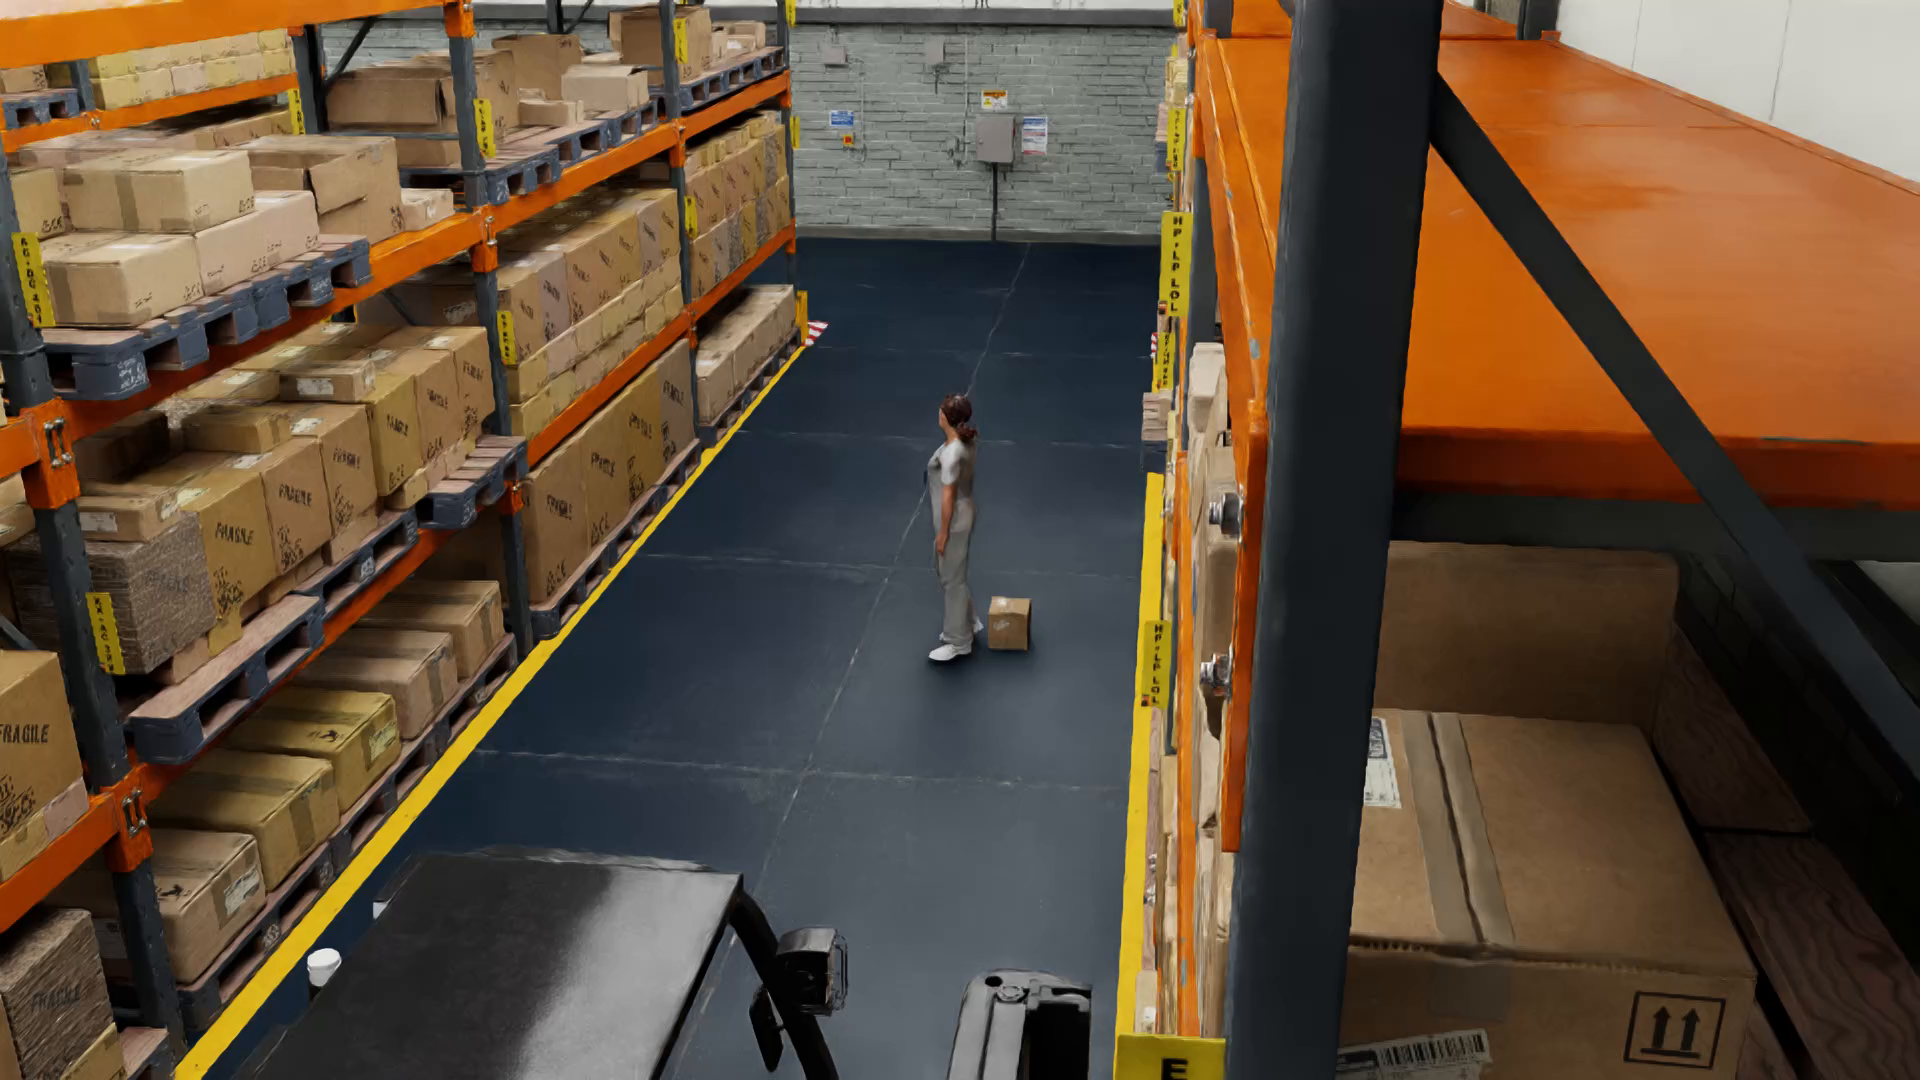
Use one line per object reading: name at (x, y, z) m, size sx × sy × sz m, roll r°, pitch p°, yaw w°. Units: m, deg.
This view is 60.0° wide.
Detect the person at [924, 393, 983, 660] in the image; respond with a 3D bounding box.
person at (-0.040, -0.083, 10.293) m, size 0.339 × 1.703 × 0.486 m, roll 4°, pitch 22°, yaw 11°
